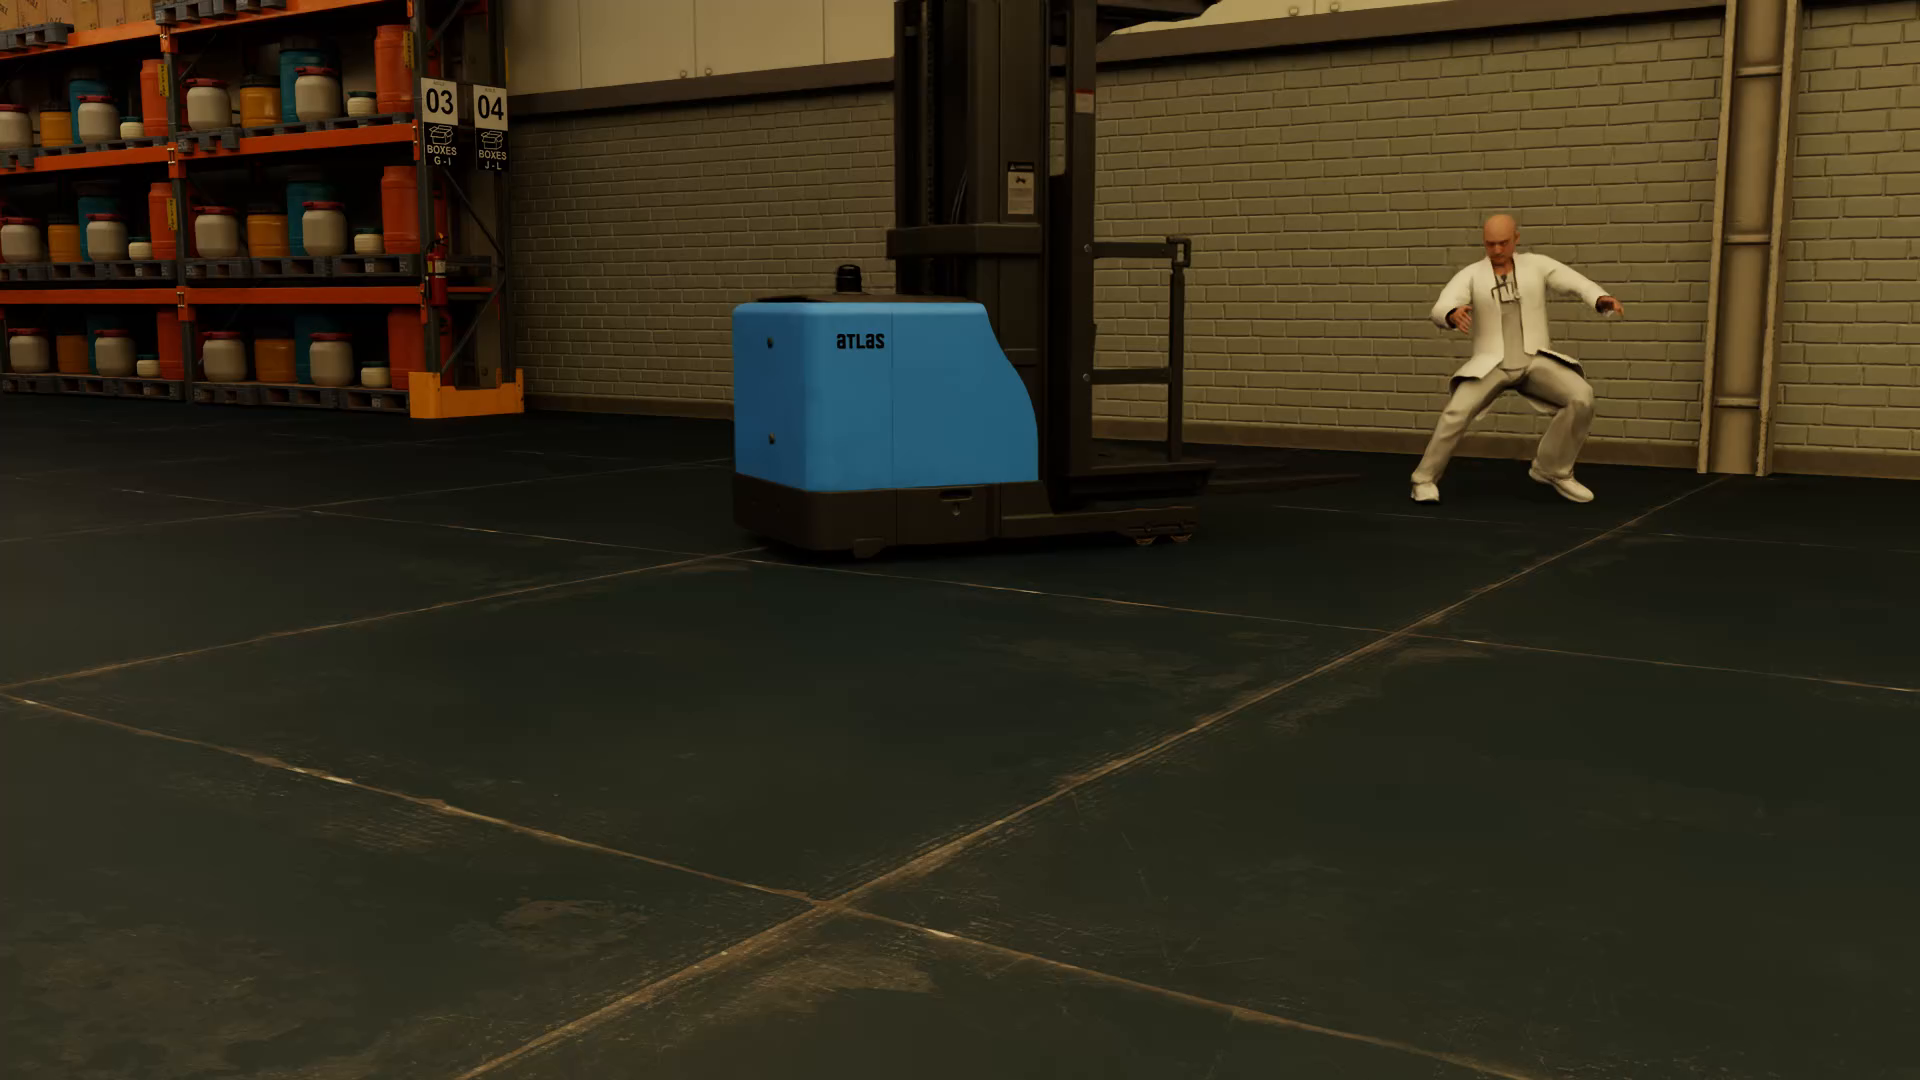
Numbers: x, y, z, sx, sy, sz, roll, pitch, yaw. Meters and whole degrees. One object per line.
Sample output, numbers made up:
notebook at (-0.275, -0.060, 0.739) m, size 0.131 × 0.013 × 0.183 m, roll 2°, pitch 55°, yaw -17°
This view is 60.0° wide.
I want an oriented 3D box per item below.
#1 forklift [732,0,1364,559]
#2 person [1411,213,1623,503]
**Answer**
forklift at (0.510, -1.493, 7.692) m, size 3.031 × 2.935 × 1.130 m, roll -4°, pitch 9°, yaw -27°
person at (2.967, -0.966, 8.891) m, size 1.023 × 1.545 × 0.773 m, roll 2°, pitch 8°, yaw 15°
